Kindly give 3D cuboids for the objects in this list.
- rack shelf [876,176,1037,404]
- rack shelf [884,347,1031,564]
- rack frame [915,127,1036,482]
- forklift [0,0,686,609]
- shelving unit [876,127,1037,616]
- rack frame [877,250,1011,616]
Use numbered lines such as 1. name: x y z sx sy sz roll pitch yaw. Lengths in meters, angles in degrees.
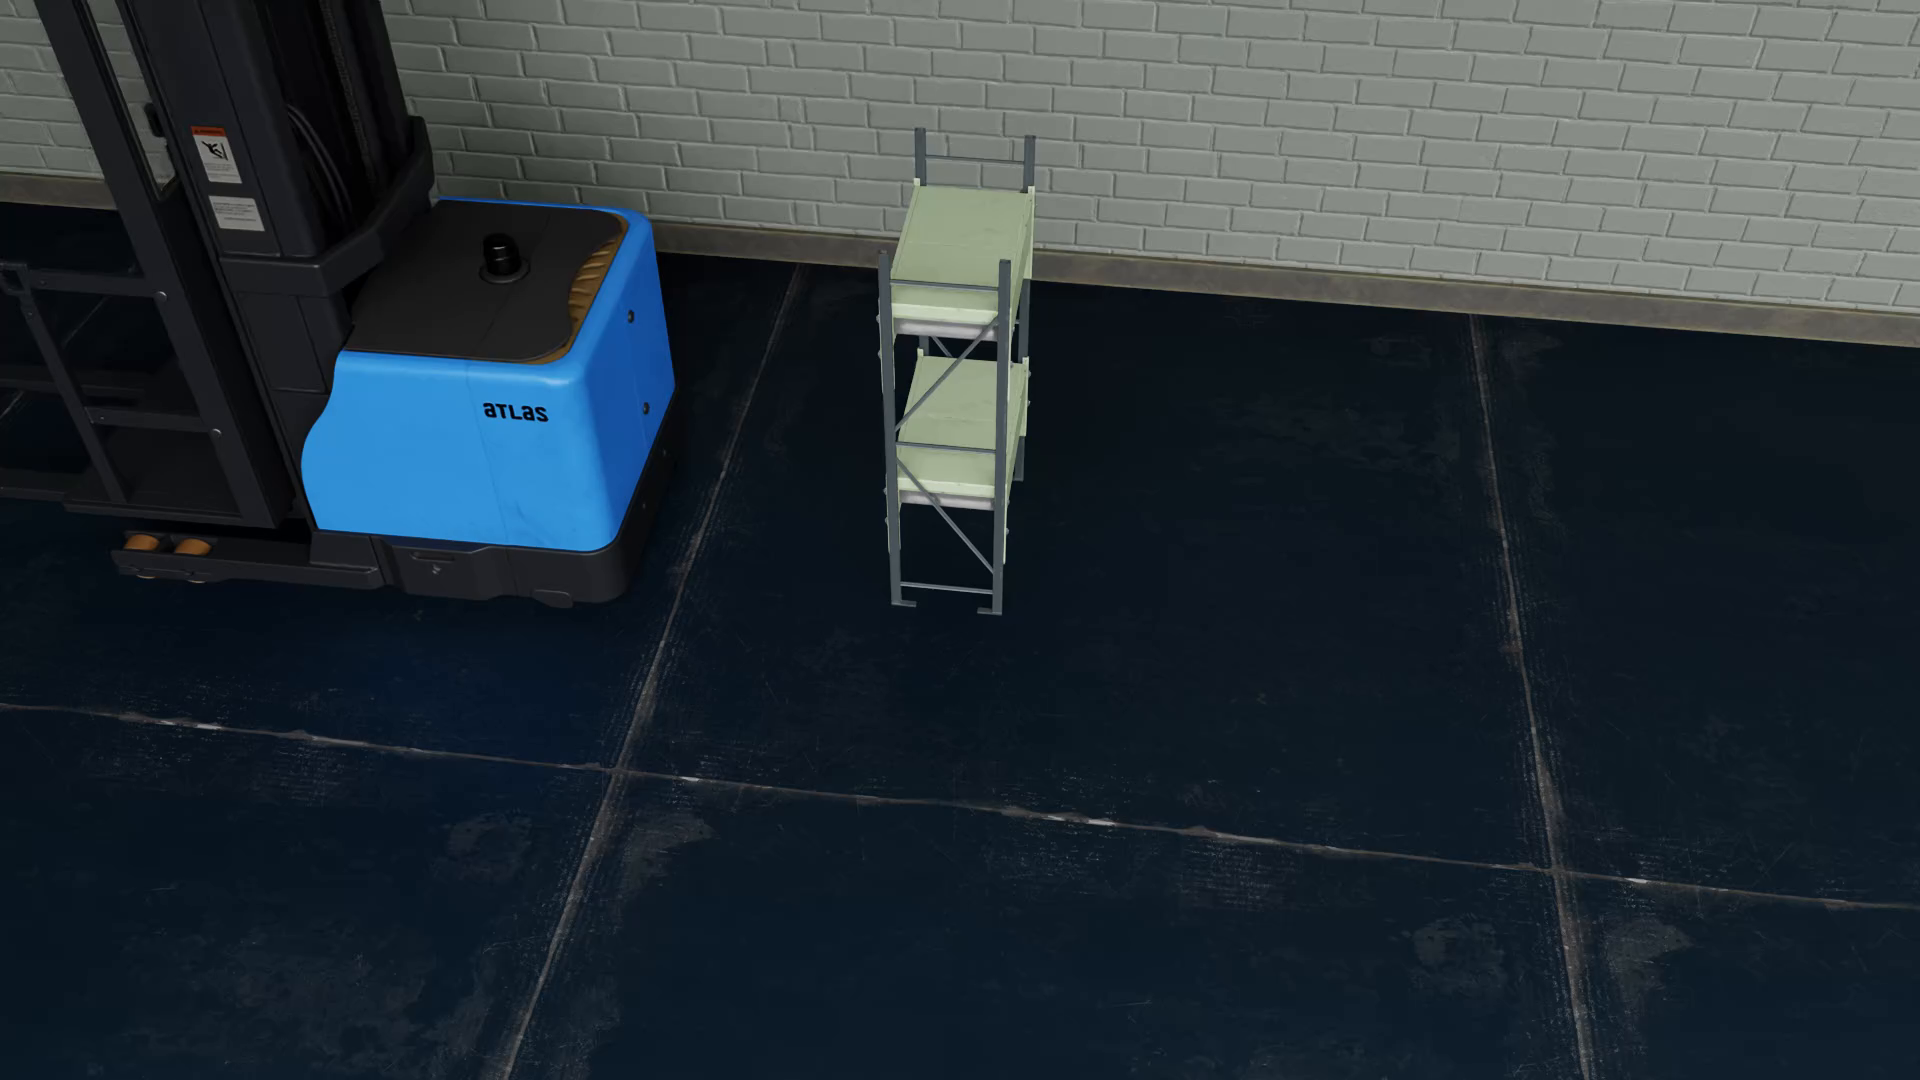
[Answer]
1. rack shelf: 0.001 -0.833 5.471 0.431 0.370 0.720 5 44 6
2. rack shelf: 0.001 -0.312 5.963 0.431 0.370 0.720 5 44 6
3. rack frame: 0.049 -0.799 6.003 0.400 1.500 0.023 5 44 6
4. forklift: -2.641 -1.263 5.452 3.031 2.935 1.130 5 44 5
5. shelving unit: 0.001 -0.549 5.739 0.431 1.500 0.755 5 44 6
6. rack frame: -0.048 -0.300 5.476 0.400 1.500 0.023 5 44 6
